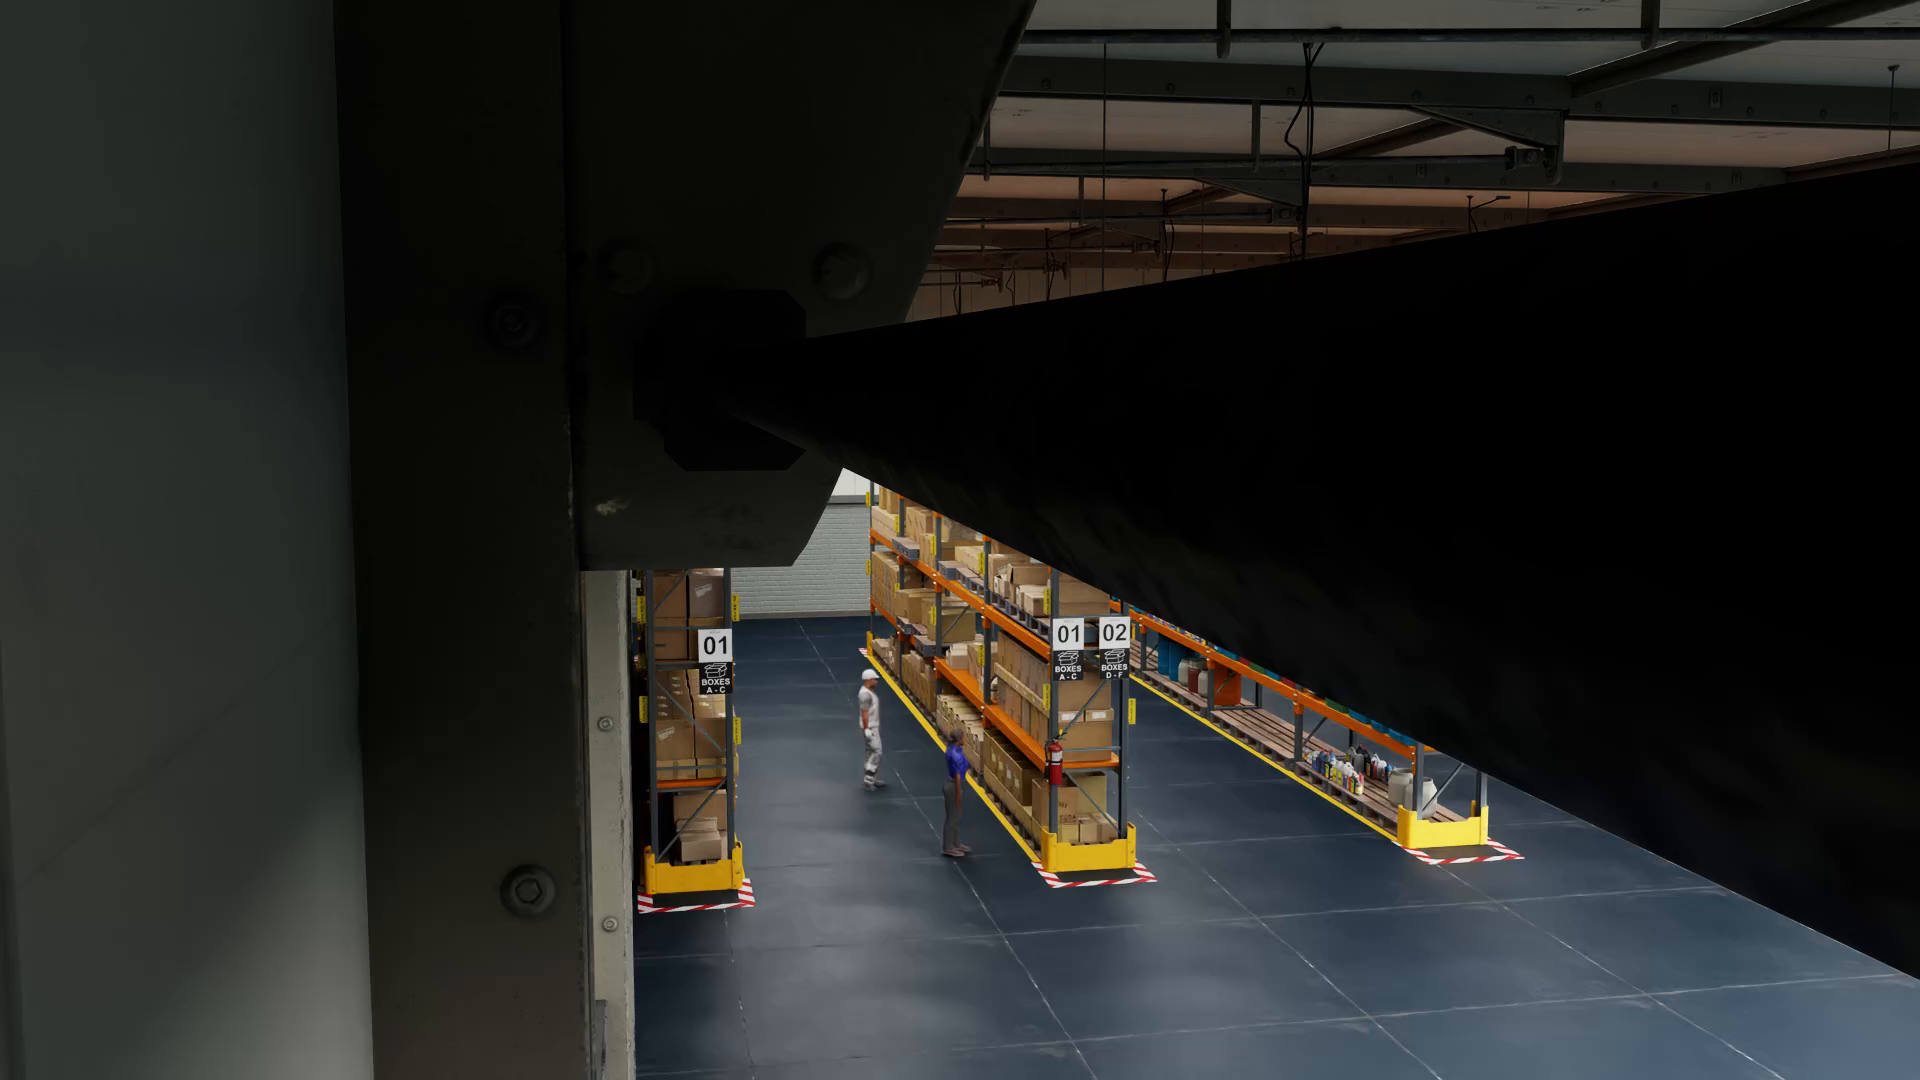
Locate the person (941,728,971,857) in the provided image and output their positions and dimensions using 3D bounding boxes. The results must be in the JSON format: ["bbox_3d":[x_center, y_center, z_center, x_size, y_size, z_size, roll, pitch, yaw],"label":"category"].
[{"bbox_3d":[-0.031,3.260,21.549,0.407,1.677,0.469,-1,6,-9],"label":"person"}]

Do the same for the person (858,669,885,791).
[{"bbox_3d":[-1.330,2.857,25.087,0.394,1.839,0.579,0,6,-1],"label":"person"}]
